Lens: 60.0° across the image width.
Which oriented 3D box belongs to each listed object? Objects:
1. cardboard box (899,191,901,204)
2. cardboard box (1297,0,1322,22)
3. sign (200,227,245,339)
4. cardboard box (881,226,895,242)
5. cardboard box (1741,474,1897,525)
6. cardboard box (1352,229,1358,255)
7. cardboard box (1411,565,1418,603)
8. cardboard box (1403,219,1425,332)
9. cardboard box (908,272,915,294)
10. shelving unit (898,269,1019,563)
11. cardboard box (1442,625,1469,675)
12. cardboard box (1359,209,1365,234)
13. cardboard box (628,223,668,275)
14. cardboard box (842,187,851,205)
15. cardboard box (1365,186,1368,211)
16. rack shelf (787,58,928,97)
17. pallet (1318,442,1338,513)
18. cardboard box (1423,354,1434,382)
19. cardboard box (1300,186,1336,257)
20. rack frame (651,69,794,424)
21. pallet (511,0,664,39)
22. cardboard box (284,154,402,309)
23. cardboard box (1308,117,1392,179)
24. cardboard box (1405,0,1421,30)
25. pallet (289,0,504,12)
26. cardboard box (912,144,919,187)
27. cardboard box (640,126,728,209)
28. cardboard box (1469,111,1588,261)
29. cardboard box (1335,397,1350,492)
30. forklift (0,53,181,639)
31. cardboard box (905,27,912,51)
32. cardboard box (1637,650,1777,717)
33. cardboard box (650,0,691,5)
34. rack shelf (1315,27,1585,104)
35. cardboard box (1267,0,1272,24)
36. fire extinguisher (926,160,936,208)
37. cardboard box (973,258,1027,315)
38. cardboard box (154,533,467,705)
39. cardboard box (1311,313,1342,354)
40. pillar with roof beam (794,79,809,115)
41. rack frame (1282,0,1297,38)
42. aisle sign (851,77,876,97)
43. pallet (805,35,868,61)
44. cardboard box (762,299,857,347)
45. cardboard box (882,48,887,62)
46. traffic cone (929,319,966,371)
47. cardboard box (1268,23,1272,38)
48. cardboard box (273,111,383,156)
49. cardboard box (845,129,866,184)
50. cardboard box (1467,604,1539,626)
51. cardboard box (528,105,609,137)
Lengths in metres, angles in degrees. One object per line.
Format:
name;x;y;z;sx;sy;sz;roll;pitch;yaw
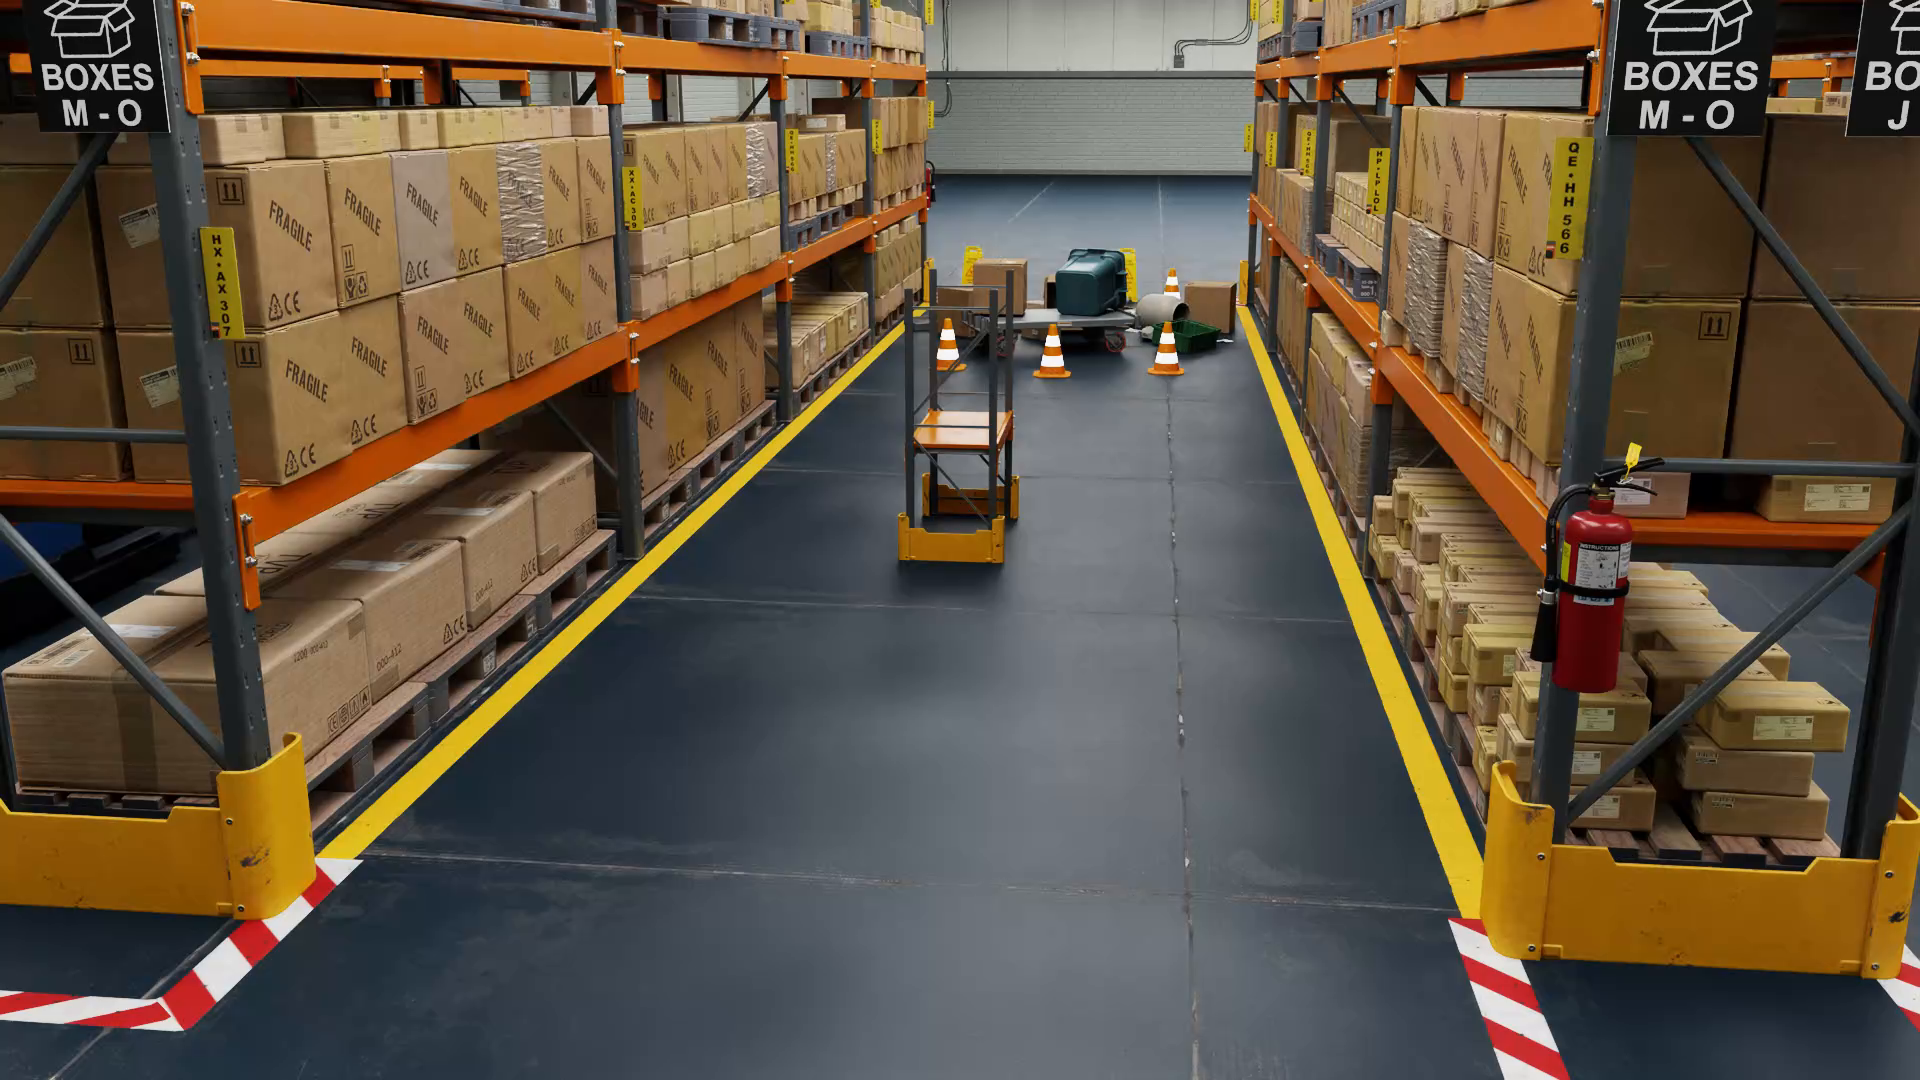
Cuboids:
cardboard box;-0.859;-3.777;18.365;0.380;0.149;0.250;2;15;6
cardboard box;3.029;-4.478;13.541;0.500;0.500;0.500;2;15;6
sign;-2.171;-0.754;4.895;0.100;0.325;0.005;2;15;6
cardboard box;-0.903;-3.288;17.859;0.380;0.149;0.250;2;15;8
cardboard box;2.571;-0.150;4.950;0.380;0.149;0.250;2;15;6
cardboard box;2.712;-1.899;10.614;0.380;0.149;0.250;2;15;7
cardboard box;2.314;0.227;7.734;0.380;0.149;0.250;1;15;5
cardboard box;2.305;-1.176;7.504;0.500;0.500;0.500;2;15;6
cardboard box;-0.806;-2.990;19.435;0.500;0.250;0.500;2;15;6
shelving unit;0.009;-0.744;9.539;0.587;1.500;1.083;2;15;6
cardboard box;2.087;0.419;6.455;0.380;0.149;0.250;2;15;7
cardboard box;2.687;-1.973;10.318;0.380;0.149;0.250;2;15;8
cardboard box;-1.940;-1.628;9.267;0.500;0.250;0.500;1;15;5
cardboard box;-1.217;-3.166;15.302;0.380;0.149;0.250;2;15;7
cardboard box;2.659;-2.050;10.036;0.380;0.149;0.250;1;15;4
rack shelf;-1.142;-5.048;18.215;1.077;0.370;4.000;2;15;6
pallet;2.881;-0.407;10.763;1.003;0.211;1.213;2;15;6
cardboard box;2.239;-0.775;7.263;0.380;0.149;0.250;2;15;7
cardboard box;2.895;-2.444;12.764;0.500;0.500;0.500;2;15;6
rack frame;-1.819;-2.391;12.758;1.000;3.000;0.127;2;15;6
pallet;-2.216;-2.948;9.439;0.805;0.209;1.217;1;15;4
cardboard box;-2.333;-1.097;5.867;0.500;0.500;0.500;1;15;5
cardboard box;3.341;-3.315;14.069;0.700;0.500;0.500;2;15;6
cardboard box;2.345;-2.497;7.692;0.500;0.250;0.500;2;15;9
pallet;-2.513;-2.231;6.591;1.003;0.211;1.213;2;15;6
cardboard box;-0.765;-4.379;19.349;0.500;0.500;0.500;2;15;6
cardboard box;-1.794;-2.387;10.637;0.500;0.500;0.500;1;15;5
cardboard box;2.120;-1.264;5.912;0.500;0.500;0.500;2;15;9
cardboard box;2.551;-0.562;9.980;0.500;0.500;0.500;1;15;5
forklift;-4.914;-1.227;8.583;1.130;2.935;3.031;1;15;4
cardboard box;-0.818;-5.579;18.520;0.500;0.250;0.500;2;15;8
cardboard box;2.517;0.489;5.625;0.380;0.149;0.250;2;15;7
cardboard box;-1.779;-3.209;9.681;0.380;0.166;0.250;1;15;2
rack shelf;2.886;-2.853;10.100;1.077;0.370;4.000;2;15;6
cardboard box;3.535;-5.606;17.623;0.500;0.250;0.500;2;15;6
fire extinguisher;-0.445;-4.445;20.501;0.296;0.674;0.183;2;15;6
cardboard box;0.405;-2.543;16.657;0.500;0.500;0.500;2;15;6
cardboard box;-2.651;0.306;6.887;0.875;0.438;0.875;2;15;8
cardboard box;2.793;-1.458;11.854;0.500;0.250;0.500;1;15;4
pillar with roof beam;0.163;-13.451;42.167;9.100;9.000;0.400;2;15;6
rack frame;3.563;-6.205;15.369;1.000;3.000;0.127;2;15;6
aisle sign;-1.217;-5.746;20.185;0.394;0.787;0.004;2;15;6
pallet;-1.543;-4.629;15.647;1.213;0.211;1.003;2;15;6
cardboard box;-1.502;-2.040;15.689;0.950;0.372;0.625;3;15;10
cardboard box;-0.976;-5.095;17.494;0.380;0.149;0.250;1;15;5
traffic cone;-0.116;-1.841;15.584;0.336;0.463;0.334;2;15;6
cardboard box;3.457;-5.386;17.574;0.380;0.149;0.250;2;15;6
cardboard box;-2.292;-1.447;5.917;0.380;0.149;0.250;1;15;4
cardboard box;-1.191;-3.696;16.020;0.500;0.500;0.500;1;15;5
cardboard box;2.097;0.345;6.156;0.380;0.149;0.250;1;15;4
cardboard box;-1.988;-2.108;8.363;0.380;0.149;0.250;1;15;5
